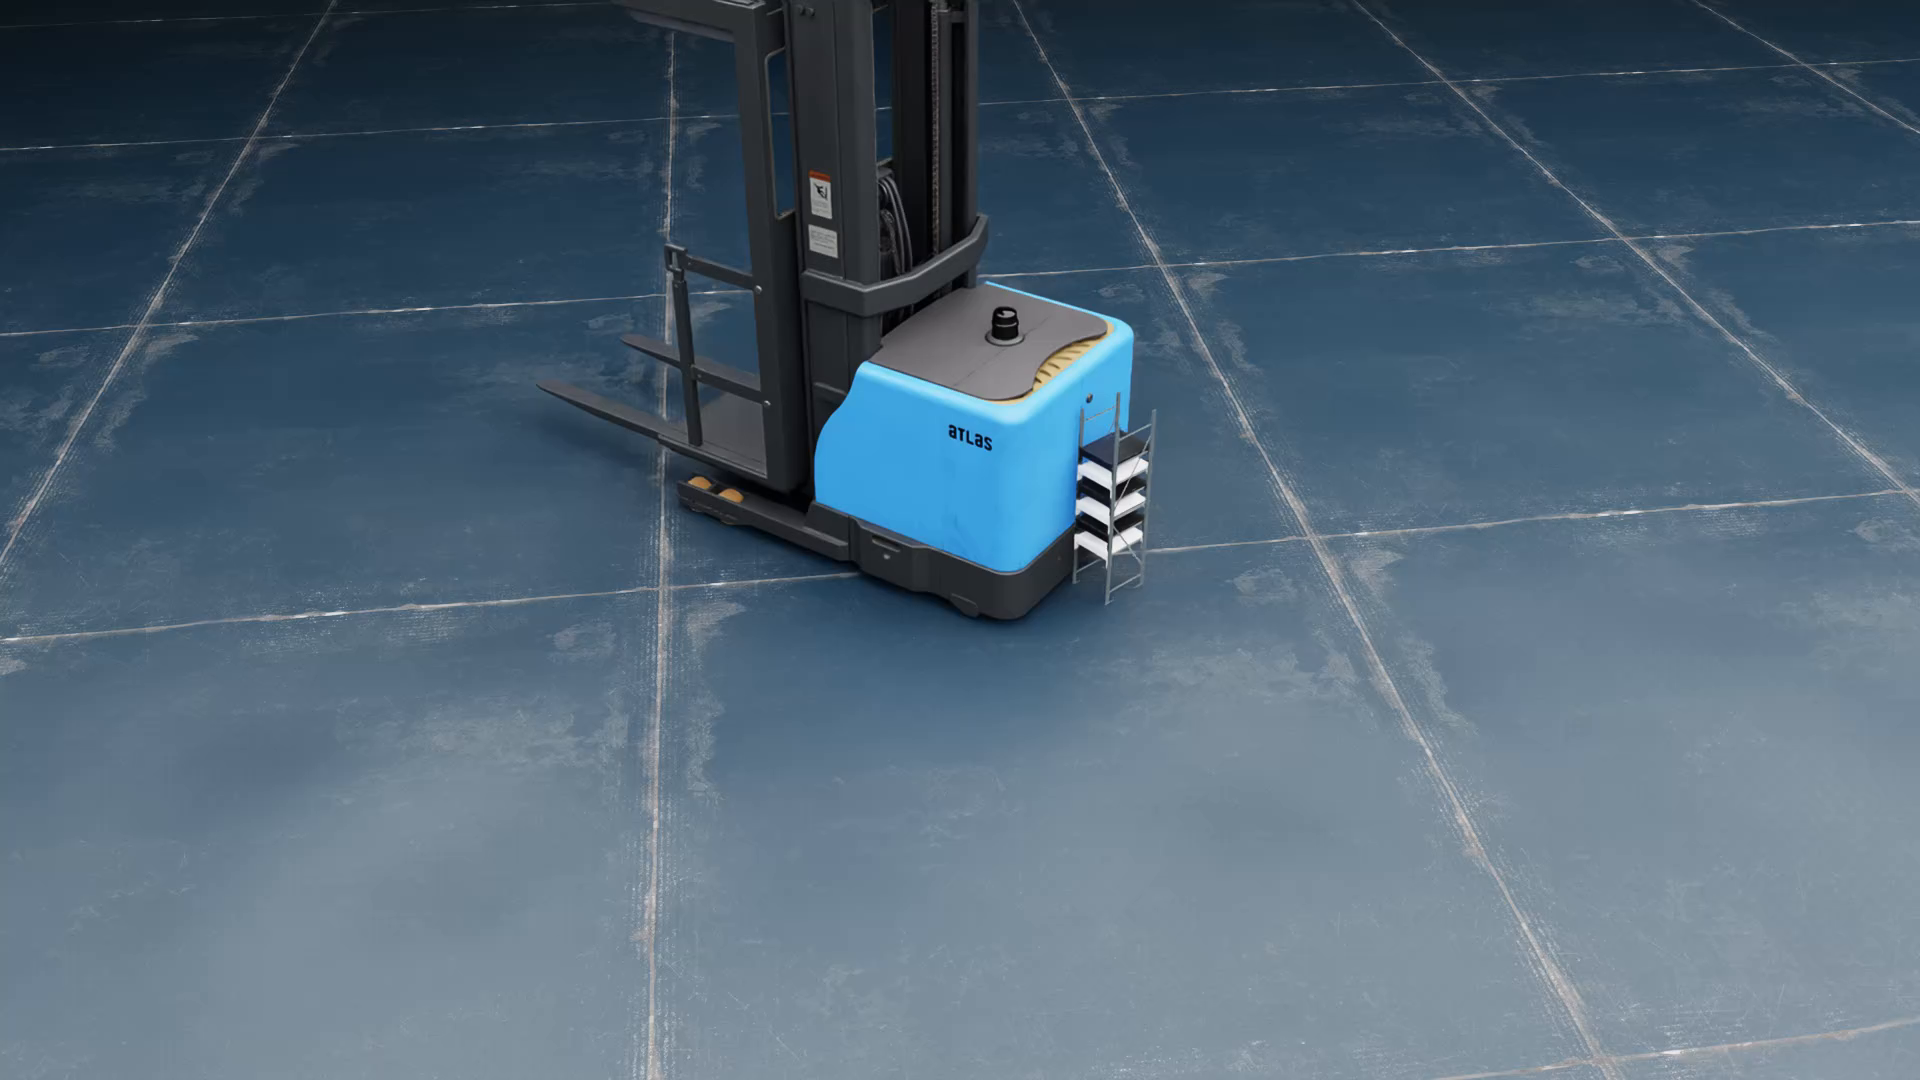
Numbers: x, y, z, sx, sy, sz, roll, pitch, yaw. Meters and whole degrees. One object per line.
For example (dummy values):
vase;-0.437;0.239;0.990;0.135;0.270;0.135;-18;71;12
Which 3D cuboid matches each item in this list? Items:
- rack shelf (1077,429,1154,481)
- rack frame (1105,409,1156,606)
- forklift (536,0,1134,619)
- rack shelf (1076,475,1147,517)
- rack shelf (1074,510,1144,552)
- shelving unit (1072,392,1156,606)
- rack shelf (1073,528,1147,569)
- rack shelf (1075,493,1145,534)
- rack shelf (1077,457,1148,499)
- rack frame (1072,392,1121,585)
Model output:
rack shelf;0.661;-0.368;7.070;0.258;0.077;0.200;-27;42;-33
rack frame;0.729;-0.129;7.141;0.240;0.900;0.006;-27;42;-33
forklift;-0.736;-1.509;7.361;3.031;2.935;1.130;21;39;28
rack shelf;0.661;-0.219;7.171;0.258;0.077;0.200;-27;42;-33
rack shelf;0.661;-0.070;7.273;0.258;0.077;0.200;-27;42;-33
shelving unit;0.661;-0.172;7.203;0.258;0.900;0.210;-27;42;-33
rack shelf;0.661;0.004;7.323;0.258;0.077;0.200;-27;42;-33
rack shelf;0.661;-0.144;7.222;0.258;0.077;0.200;-27;42;-33
rack shelf;0.661;-0.293;7.121;0.258;0.077;0.200;-27;42;-33
rack frame;0.594;-0.215;7.266;0.240;0.900;0.006;-27;42;-33
